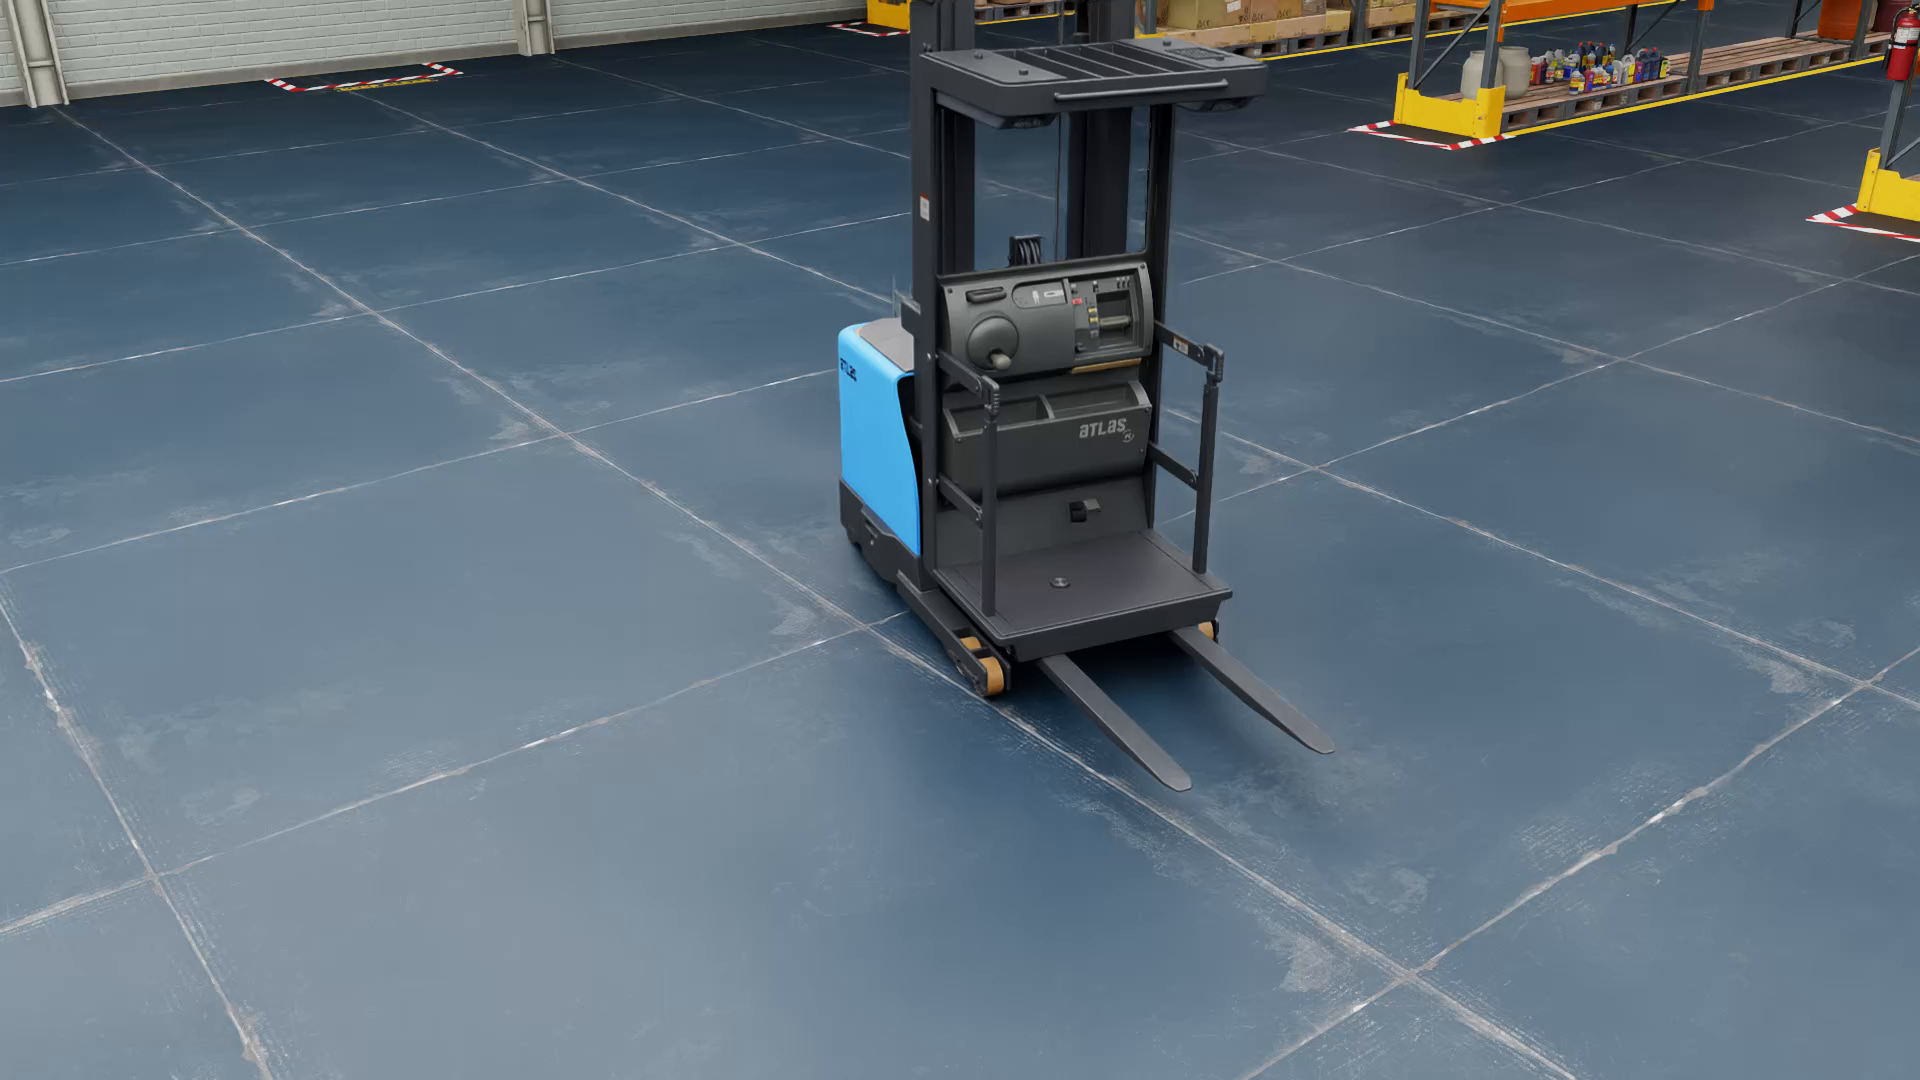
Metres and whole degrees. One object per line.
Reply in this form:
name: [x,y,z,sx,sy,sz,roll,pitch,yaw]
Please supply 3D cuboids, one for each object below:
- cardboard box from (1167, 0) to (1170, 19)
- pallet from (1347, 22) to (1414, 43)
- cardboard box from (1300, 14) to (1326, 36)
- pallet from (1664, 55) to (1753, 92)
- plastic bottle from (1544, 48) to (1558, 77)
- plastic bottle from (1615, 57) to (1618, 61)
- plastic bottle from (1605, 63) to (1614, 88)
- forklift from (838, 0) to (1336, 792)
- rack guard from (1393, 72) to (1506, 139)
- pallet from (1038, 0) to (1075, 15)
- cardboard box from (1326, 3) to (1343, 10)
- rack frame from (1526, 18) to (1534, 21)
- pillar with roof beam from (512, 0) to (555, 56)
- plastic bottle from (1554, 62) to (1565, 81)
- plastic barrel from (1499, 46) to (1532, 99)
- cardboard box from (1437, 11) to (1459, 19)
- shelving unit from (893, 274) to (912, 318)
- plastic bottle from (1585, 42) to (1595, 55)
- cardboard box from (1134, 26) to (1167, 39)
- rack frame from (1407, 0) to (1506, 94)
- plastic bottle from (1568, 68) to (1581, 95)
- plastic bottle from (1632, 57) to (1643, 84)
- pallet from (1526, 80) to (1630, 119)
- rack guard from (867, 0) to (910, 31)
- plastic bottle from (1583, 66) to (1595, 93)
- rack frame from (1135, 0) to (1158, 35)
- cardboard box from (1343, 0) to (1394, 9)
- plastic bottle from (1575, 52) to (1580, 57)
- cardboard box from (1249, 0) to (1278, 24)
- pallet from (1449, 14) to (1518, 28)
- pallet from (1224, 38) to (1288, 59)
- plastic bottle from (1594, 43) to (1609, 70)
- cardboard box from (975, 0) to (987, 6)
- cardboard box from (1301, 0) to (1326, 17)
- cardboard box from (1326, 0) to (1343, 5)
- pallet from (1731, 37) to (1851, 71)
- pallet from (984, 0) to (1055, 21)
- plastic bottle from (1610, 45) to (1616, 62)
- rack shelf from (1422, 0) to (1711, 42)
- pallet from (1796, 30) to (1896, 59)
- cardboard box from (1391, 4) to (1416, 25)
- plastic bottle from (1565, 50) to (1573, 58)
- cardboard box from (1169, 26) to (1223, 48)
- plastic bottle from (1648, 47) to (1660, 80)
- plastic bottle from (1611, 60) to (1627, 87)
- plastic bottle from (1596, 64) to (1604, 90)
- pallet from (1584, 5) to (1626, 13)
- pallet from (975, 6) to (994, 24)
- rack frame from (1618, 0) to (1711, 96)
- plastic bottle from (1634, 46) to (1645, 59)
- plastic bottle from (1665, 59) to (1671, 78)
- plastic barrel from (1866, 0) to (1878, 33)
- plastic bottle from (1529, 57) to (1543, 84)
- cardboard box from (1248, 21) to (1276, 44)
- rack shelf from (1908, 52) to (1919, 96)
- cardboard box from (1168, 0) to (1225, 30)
cardboard box: [3.094,-7.132,21.930,0.500,0.500,0.500,-18,31,-34]
pallet: [5.781,-7.324,23.781,1.213,0.211,1.003,-18,31,-34]
cardboard box: [4.596,-7.009,22.556,0.500,0.250,0.500,-18,31,-34]
pallet: [8.873,-5.695,20.270,1.213,0.211,1.003,-18,31,-34]
plastic bottle: [6.758,-5.461,19.078,0.185,0.351,0.144,-17,30,-32]
plastic bottle: [7.461,-5.341,18.900,0.133,0.283,0.061,-18,31,-34]
plastic bottle: [7.258,-5.201,18.613,0.097,0.271,0.097,0,25,0]
forklift: [0.461,-0.887,6.680,1.130,2.935,3.031,-10,27,-21]
rack guard: [5.162,-4.605,17.580,0.348,0.500,1.175,-18,31,-34]
pallet: [1.659,-8.574,26.474,1.213,0.211,1.003,-18,31,-34]
cardboard box: [5.373,-7.532,23.683,0.500,0.250,0.500,-19,31,-35]
rack frame: [8.373,-9.424,24.993,0.127,3.000,1.000,-18,31,-34]
pillar with roof beam: [-3.030,-9.191,17.364,0.400,9.000,9.100,-18,31,-34]
plastic bottle: [6.867,-5.365,19.048,0.097,0.201,0.097,0,25,0]
plastic barrel: [5.997,-5.092,18.116,0.421,0.512,0.421,0,25,0]
cardboard box: [6.906,-7.751,24.154,0.500,0.250,0.500,-18,30,-33]
shelving unit: [-0.198,-0.745,8.430,0.189,1.200,0.258,-10,27,-21]
plastic bottle: [7.388,-5.669,19.526,0.185,0.351,0.144,-17,30,-33]
cardboard box: [2.317,-6.526,21.517,0.500,0.250,0.500,-18,31,-34]
rack frame: [5.131,-5.704,16.977,0.127,3.000,1.000,-18,31,-34]
plastic bottle: [6.750,-5.034,18.251,0.097,0.271,0.097,0,25,0]
plastic bottle: [7.697,-5.342,18.901,0.133,0.283,0.061,-16,29,-31]
pallet: [6.764,-4.999,18.770,1.213,0.211,1.003,-18,31,-34]
rack guard: [-0.922,-7.872,24.618,0.348,0.500,1.175,-18,31,-34]
plastic bottle: [6.940,-5.092,18.363,0.133,0.283,0.061,-18,30,-33]
rack frame: [2.078,-7.346,20.515,0.127,3.000,1.000,-18,31,-34]
cardboard box: [5.704,-7.607,23.180,0.500,0.311,0.500,-18,30,-34]
plastic bottle: [7.147,-5.533,19.328,0.097,0.271,0.097,0,25,0]
cardboard box: [3.819,-7.084,21.827,0.500,0.500,0.500,-18,31,-34]
pallet: [7.701,-7.958,25.147,1.213,0.211,1.003,-18,31,-34]
pallet: [3.613,-6.609,22.239,1.213,0.211,1.003,-18,31,-34]
plastic bottle: [7.477,-5.621,19.423,0.185,0.351,0.144,-18,31,-34]
cardboard box: [0.067,-8.264,25.164,0.500,0.311,0.500,-15,29,-30]
cardboard box: [4.595,-7.349,22.399,0.500,0.500,0.500,-18,31,-34]
cardboard box: [5.367,-7.783,23.558,0.500,0.311,0.500,-18,31,-34]
pallet: [10.793,-6.329,21.636,1.213,0.211,1.003,-18,31,-34]
pallet: [0.698,-8.255,25.787,1.213,0.211,1.003,-18,31,-34]
plastic bottle: [7.758,-5.768,19.832,0.097,0.271,0.097,0,25,0]
rack shelf: [6.705,-5.897,18.248,4.000,0.370,1.077,-18,31,-34]
pallet: [12.021,-6.736,22.513,1.213,0.211,1.003,-18,31,-34]
cardboard box: [6.099,-7.483,23.578,0.500,0.250,0.500,-17,30,-33]
plastic bottle: [7.084,-5.560,19.371,0.133,0.283,0.061,-17,30,-32]
cardboard box: [3.028,-6.486,21.429,0.500,0.250,0.500,-18,31,-34]
plastic bottle: [7.950,-5.478,19.115,0.185,0.351,0.144,-19,31,-35]
plastic bottle: [7.415,-5.270,18.754,0.135,0.276,0.152,-18,30,-33]
plastic bottle: [7.099,-5.149,18.499,0.097,0.271,0.097,0,25,0]
pallet: [9.943,-8.656,26.650,1.213,0.211,1.003,-18,31,-34]
pallet: [-0.261,-7.940,25.108,1.213,0.211,1.003,-18,31,-34]
rack frame: [8.279,-6.743,19.216,0.127,3.000,1.000,-18,31,-34]
plastic bottle: [7.861,-5.526,19.218,0.185,0.351,0.144,-18,31,-34]
plastic bottle: [8.186,-5.476,19.287,0.097,0.201,0.097,0,25,0]
plastic barrel: [12.190,-7.153,22.556,0.421,0.512,0.421,0,25,0]
plastic bottle: [6.521,-5.347,18.920,0.135,0.276,0.152,-18,30,-34]
cardboard box: [3.818,-6.744,21.985,0.500,0.250,0.500,-18,31,-34]
rack shelf: [9.761,-4.256,14.713,4.000,0.370,1.077,-18,31,-34]
cardboard box: [3.029,-6.825,21.270,0.500,0.500,0.500,-18,31,-34]
